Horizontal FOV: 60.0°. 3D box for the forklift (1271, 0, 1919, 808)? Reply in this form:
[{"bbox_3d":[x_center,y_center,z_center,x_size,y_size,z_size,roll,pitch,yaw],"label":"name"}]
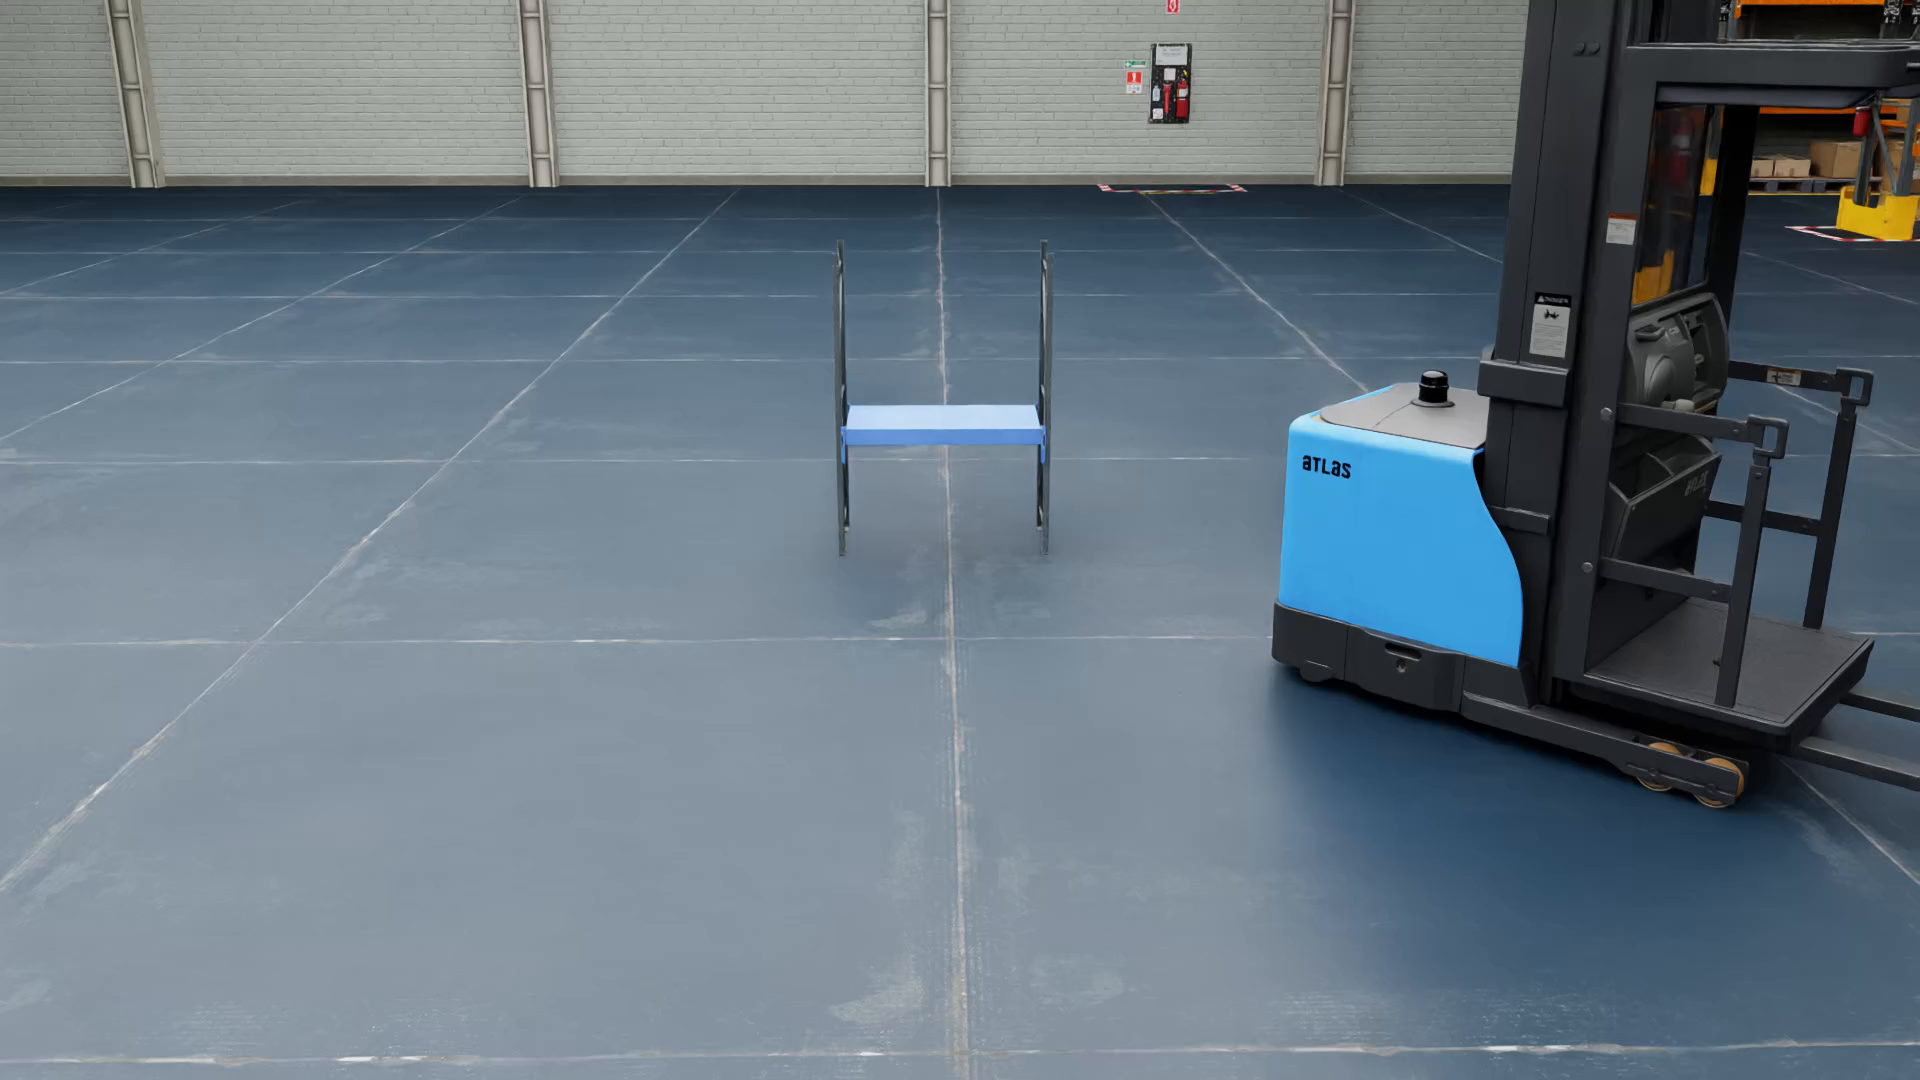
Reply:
[{"bbox_3d":[2.716,-0.660,5.806,3.031,2.935,1.130,15,23,39],"label":"forklift"}]

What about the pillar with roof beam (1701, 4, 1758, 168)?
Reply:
[{"bbox_3d":[11.732,-8.460,20.187,0.400,9.000,9.100,0,18,-1],"label":"pillar with roof beam"}]

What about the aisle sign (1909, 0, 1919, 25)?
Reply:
[{"bbox_3d":[10.999,-6.281,18.962,0.004,0.787,0.394,0,18,-1],"label":"aisle sign"}]

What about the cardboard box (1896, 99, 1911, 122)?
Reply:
[{"bbox_3d":[11.526,-5.183,19.631,0.500,0.500,0.700,0,18,-1],"label":"cardboard box"}]

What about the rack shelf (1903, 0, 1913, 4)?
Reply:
[{"bbox_3d":[13.059,-6.233,19.334,4.000,0.370,1.077,0,18,-1],"label":"rack shelf"}]

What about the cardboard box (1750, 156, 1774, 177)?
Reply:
[{"bbox_3d":[11.671,-5.555,24.636,0.500,0.311,0.500,-2,18,-7],"label":"cardboard box"}]

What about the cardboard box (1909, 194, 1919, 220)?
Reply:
[{"bbox_3d":[11.599,-3.963,19.804,0.500,0.250,0.500,0,18,-1],"label":"cardboard box"}]

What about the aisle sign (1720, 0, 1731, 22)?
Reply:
[{"bbox_3d":[10.910,-7.796,23.684,0.004,0.787,0.394,0,18,-1],"label":"aisle sign"}]

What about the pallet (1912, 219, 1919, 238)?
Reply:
[{"bbox_3d":[11.823,-3.826,20.129,1.213,0.211,1.003,0,18,-1],"label":"pallet"}]

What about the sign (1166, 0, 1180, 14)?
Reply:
[{"bbox_3d":[3.183,-8.023,24.852,0.199,0.298,0.001,0,18,-1],"label":"sign"}]

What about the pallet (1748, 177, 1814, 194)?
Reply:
[{"bbox_3d":[11.866,-5.316,24.774,1.213,0.211,1.003,0,18,-1],"label":"pallet"}]

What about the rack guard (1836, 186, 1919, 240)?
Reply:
[{"bbox_3d":[11.036,-3.947,20.033,0.348,0.500,1.175,0,18,-1],"label":"rack guard"}]

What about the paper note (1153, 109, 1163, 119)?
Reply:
[{"bbox_3d":[3.015,-6.489,25.309,0.142,0.148,0.016,0,18,-1],"label":"paper note"}]

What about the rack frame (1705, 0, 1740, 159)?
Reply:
[{"bbox_3d":[10.978,-6.650,24.368,0.127,3.000,1.000,0,18,-1],"label":"rack frame"}]

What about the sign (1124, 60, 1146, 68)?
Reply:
[{"bbox_3d":[2.643,-7.184,25.106,0.331,0.109,0.001,0,18,-1],"label":"sign"}]

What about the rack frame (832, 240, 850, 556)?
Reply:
[{"bbox_3d":[-0.594,-0.711,8.310,0.032,1.500,0.500,0,18,-1],"label":"rack frame"}]

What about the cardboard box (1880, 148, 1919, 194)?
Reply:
[{"bbox_3d":[11.591,-4.479,20.184,0.500,0.500,0.500,0,18,-1],"label":"cardboard box"}]

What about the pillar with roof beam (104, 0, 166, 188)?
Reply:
[{"bbox_3d":[-12.265,-8.344,19.826,0.400,9.000,9.100,0,18,-1],"label":"pillar with roof beam"}]

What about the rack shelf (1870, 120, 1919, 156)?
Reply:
[{"bbox_3d":[13.059,-4.804,19.792,4.000,0.370,1.077,0,18,-1],"label":"rack shelf"}]

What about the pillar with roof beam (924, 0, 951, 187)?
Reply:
[{"bbox_3d":[-0.267,-8.402,20.007,0.400,9.000,9.100,0,18,-1],"label":"pillar with roof beam"}]

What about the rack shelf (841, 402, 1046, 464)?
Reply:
[{"bbox_3d":[-0.085,-0.542,8.372,1.000,0.185,0.538,0,18,-1],"label":"rack shelf"}]

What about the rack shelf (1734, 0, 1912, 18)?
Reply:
[{"bbox_3d":[12.977,-7.746,24.050,4.000,0.370,1.077,0,18,-1],"label":"rack shelf"}]

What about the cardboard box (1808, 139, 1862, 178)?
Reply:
[{"bbox_3d":[12.975,-5.636,24.579,0.500,0.500,0.700,-1,18,-4],"label":"cardboard box"}]

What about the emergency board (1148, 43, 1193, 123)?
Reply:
[{"bbox_3d":[3.193,-6.889,25.111,0.643,1.169,0.194,0,18,-1],"label":"emergency board"}]

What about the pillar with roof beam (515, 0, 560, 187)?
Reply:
[{"bbox_3d":[-6.266,-8.373,19.917,0.400,9.000,9.100,0,18,-1],"label":"pillar with roof beam"}]

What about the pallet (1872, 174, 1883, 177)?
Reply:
[{"bbox_3d":[14.306,-5.328,24.810,1.213,0.211,1.003,0,18,-1],"label":"pallet"}]

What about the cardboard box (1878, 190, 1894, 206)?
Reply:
[{"bbox_3d":[11.591,-4.121,20.297,0.500,0.250,0.500,0,18,-1],"label":"cardboard box"}]

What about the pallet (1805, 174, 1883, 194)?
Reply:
[{"bbox_3d":[13.083,-5.321,24.789,1.213,0.211,1.003,0,18,-1],"label":"pallet"}]

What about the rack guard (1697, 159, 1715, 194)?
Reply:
[{"bbox_3d":[11.054,-5.460,24.751,0.348,0.500,1.175,0,18,-1],"label":"rack guard"}]

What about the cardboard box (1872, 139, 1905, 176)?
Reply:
[{"bbox_3d":[13.940,-5.672,24.689,0.500,0.500,0.500,-2,18,-5],"label":"cardboard box"}]

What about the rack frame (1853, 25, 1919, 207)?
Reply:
[{"bbox_3d":[11.060,-5.137,19.652,0.127,3.000,1.000,0,18,-1],"label":"rack frame"}]

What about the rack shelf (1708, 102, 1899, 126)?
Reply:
[{"bbox_3d":[12.977,-6.317,24.508,4.000,0.370,1.077,0,18,-1],"label":"rack shelf"}]

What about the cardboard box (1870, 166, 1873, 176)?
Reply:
[{"bbox_3d":[13.378,-5.520,24.791,0.250,0.149,0.380,-2,18,-5],"label":"cardboard box"}]

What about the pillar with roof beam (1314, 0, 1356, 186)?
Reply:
[{"bbox_3d":[5.733,-8.431,20.097,0.400,9.000,9.100,0,18,-1],"label":"pillar with roof beam"}]

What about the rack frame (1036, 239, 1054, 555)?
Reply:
[{"bbox_3d":[0.423,-0.716,8.325,0.032,1.500,0.500,0,18,-1],"label":"rack frame"}]

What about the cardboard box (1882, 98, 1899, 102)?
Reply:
[{"bbox_3d":[13.507,-6.506,24.131,0.500,0.250,0.500,0,18,-1],"label":"cardboard box"}]

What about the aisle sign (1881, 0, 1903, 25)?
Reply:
[{"bbox_3d":[10.989,-6.465,19.533,0.004,0.787,0.394,0,18,-1],"label":"aisle sign"}]

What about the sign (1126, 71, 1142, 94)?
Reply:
[{"bbox_3d":[2.639,-6.935,25.196,0.234,0.329,0.001,0,18,-1],"label":"sign"}]

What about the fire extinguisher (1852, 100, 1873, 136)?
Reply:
[{"bbox_3d":[10.934,-5.242,20.104,0.183,0.674,0.296,0,18,-1],"label":"fire extinguisher"}]

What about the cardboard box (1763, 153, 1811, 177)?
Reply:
[{"bbox_3d":[12.241,-5.558,24.645,0.500,0.311,0.500,1,18,4],"label":"cardboard box"}]

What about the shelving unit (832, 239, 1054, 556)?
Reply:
[{"bbox_3d":[-0.085,-0.714,8.317,1.048,1.500,0.538,0,18,-1],"label":"shelving unit"}]

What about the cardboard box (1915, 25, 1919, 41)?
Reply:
[{"bbox_3d":[11.579,-5.801,19.434,0.500,0.500,0.700,0,18,-1],"label":"cardboard box"}]
